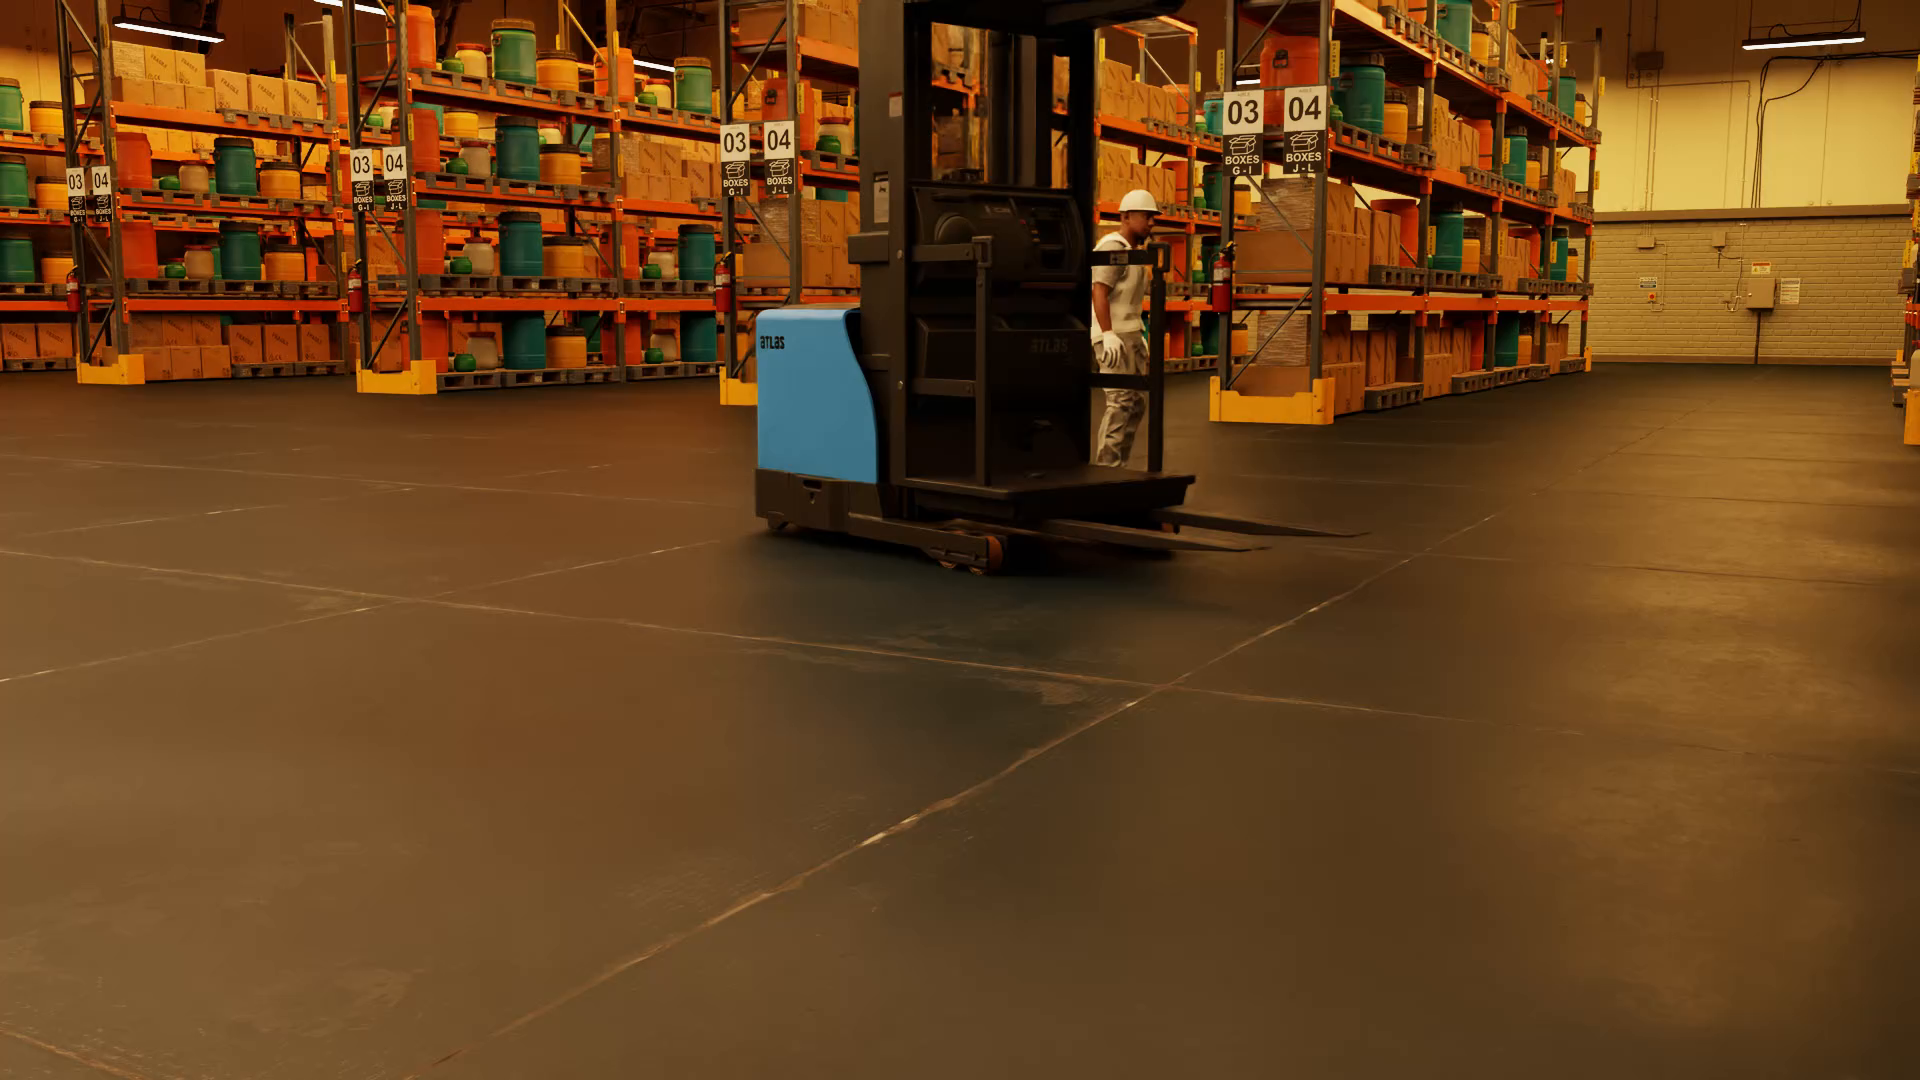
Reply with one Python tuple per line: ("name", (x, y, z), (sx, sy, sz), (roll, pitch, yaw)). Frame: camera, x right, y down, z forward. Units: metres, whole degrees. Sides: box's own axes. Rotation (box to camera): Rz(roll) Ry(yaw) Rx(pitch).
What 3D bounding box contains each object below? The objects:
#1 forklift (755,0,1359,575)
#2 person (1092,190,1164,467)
("forklift", (0.314, -1.385, 7.127), (1.130, 2.935, 3.031), (-6, 10, -38))
("person", (0.973, -1.177, 9.869), (0.439, 1.772, 0.663), (3, 8, 22))
